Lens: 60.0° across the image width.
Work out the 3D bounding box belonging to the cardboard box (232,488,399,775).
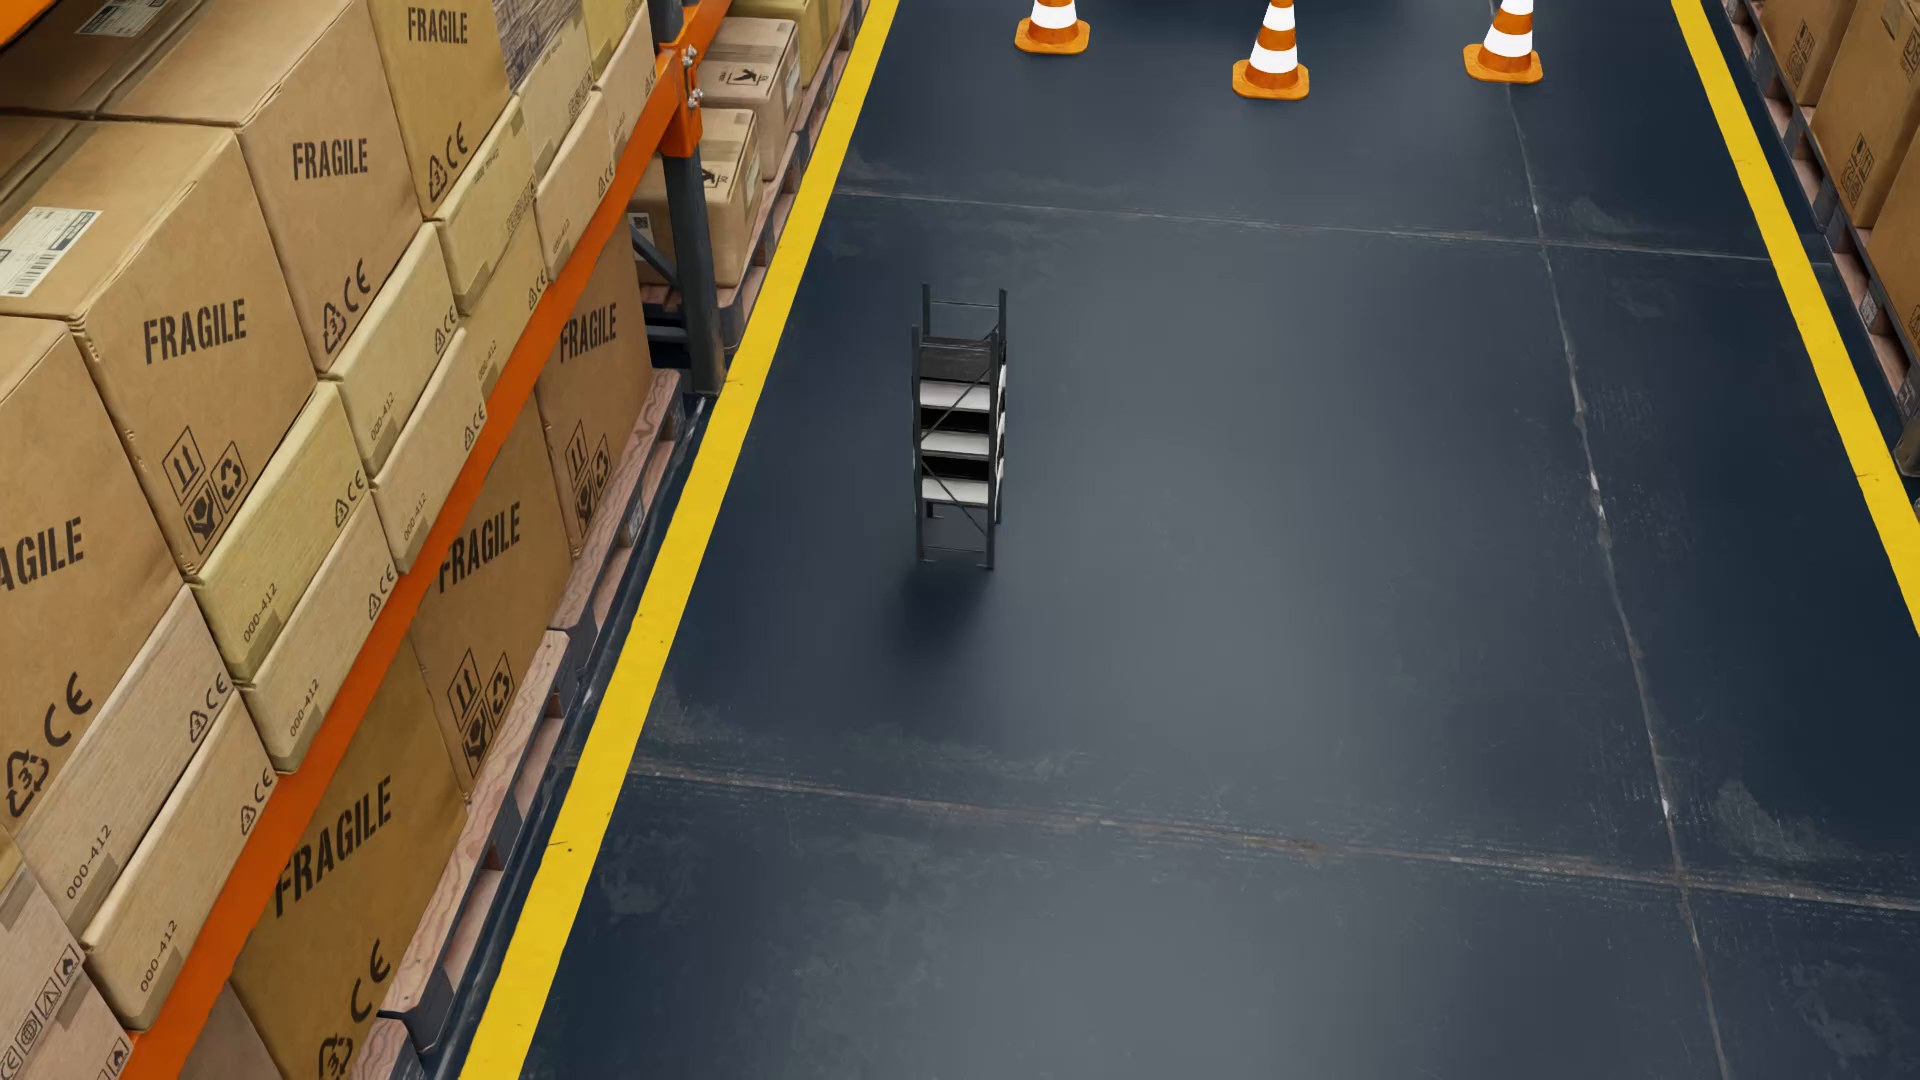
[{"bbox_3d":[-1.382,0.134,3.036,0.500,0.250,0.500,5,44,5],"label":"cardboard box"}]

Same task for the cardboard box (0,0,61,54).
[{"bbox_3d":[-1.841,-0.722,3.030,0.500,0.500,0.500,6,44,6],"label":"cardboard box"}]

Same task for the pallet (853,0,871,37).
[{"bbox_3d":[-0.896,-2.853,8.109,1.003,0.211,1.213,5,44,6],"label":"pallet"}]

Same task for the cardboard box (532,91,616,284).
[{"bbox_3d":[-1.185,-0.897,4.125,0.500,0.250,0.500,6,44,6],"label":"cardboard box"}]

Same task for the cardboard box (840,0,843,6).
[{"bbox_3d":[-0.953,-2.746,7.574,0.950,0.372,0.625,8,44,8],"label":"cardboard box"}]

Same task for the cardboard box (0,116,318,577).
[{"bbox_3d":[-1.400,-0.308,2.593,0.500,0.500,0.500,4,44,4],"label":"cardboard box"}]

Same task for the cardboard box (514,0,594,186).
[{"bbox_3d":[-1.199,-1.094,3.969,0.500,0.250,0.500,4,44,4],"label":"cardboard box"}]

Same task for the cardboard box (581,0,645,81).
[{"bbox_3d":[-1.135,-1.444,4.338,0.500,0.250,0.500,5,44,5],"label":"cardboard box"}]

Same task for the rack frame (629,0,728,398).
[{"bbox_3d":[-1.323,-1.670,4.832,1.000,3.000,0.127,5,44,6],"label":"rack frame"}]

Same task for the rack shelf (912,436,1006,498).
[{"bbox_3d":[-0.001,-0.232,5.020,0.258,0.077,0.200,5,44,6],"label":"rack shelf"}]

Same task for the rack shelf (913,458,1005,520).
[{"bbox_3d":[-0.001,-0.166,5.081,0.258,0.077,0.200,5,44,6],"label":"rack shelf"}]

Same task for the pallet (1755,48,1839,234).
[{"bbox_3d":[3.939,-1.636,6.824,1.003,0.211,1.213,5,44,6],"label":"pallet"}]

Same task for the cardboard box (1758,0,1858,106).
[{"bbox_3d":[4.001,-2.262,6.788,1.050,0.750,0.750,5,44,6],"label":"cardboard box"}]

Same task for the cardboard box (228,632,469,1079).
[{"bbox_3d":[-1.738,0.629,3.644,0.875,0.875,0.875,6,44,7],"label":"cardboard box"}]

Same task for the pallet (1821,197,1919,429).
[{"bbox_3d":[3.776,-0.807,5.948,1.003,0.211,1.213,5,44,6],"label":"pallet"}]

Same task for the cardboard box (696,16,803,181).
[{"bbox_3d":[-1.149,-1.756,6.529,0.950,0.372,0.625,4,44,5],"label":"cardboard box"}]

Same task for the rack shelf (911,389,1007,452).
[{"bbox_3d":[-0.001,-0.362,4.896,0.258,0.077,0.200,5,44,6],"label":"rack shelf"}]

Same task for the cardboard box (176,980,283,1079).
[{"bbox_3d":[-1.849,1.246,2.993,0.875,0.875,0.875,6,44,7],"label":"cardboard box"}]

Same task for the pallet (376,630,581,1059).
[{"bbox_3d":[-1.666,0.702,4.355,1.003,0.211,1.213,5,44,6],"label":"pallet"}]

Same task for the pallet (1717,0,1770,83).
[{"bbox_3d":[4.098,-2.469,7.705,1.003,0.211,1.213,5,44,6],"label":"pallet"}]

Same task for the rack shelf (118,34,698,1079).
[{"bbox_3d":[-1.588,-0.046,3.640,1.077,0.370,4.000,5,44,6],"label":"rack shelf"}]

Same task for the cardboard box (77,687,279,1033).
[{"bbox_3d":[-1.465,0.482,2.668,0.500,0.250,0.500,4,44,4],"label":"cardboard box"}]

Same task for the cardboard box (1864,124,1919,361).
[{"bbox_3d":[3.766,-1.031,5.488,1.050,0.750,0.750,5,44,5],"label":"cardboard box"}]

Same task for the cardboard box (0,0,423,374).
[{"bbox_3d":[-1.338,-0.661,2.966,0.500,0.500,0.500,5,44,5],"label":"cardboard box"}]

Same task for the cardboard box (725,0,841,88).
[{"bbox_3d":[-1.043,-2.272,7.074,0.950,0.372,0.625,7,44,7],"label":"cardboard box"}]

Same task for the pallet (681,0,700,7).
[{"bbox_3d":[-1.335,-2.095,5.421,1.213,0.211,1.003,5,44,6],"label":"pallet"}]

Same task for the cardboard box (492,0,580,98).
[{"bbox_3d":[-1.192,-1.343,3.686,0.500,0.500,0.500,6,44,6],"label":"cardboard box"}]

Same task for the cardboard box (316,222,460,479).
[{"bbox_3d":[-1.315,-0.389,3.225,0.500,0.250,0.500,4,44,4],"label":"cardboard box"}]

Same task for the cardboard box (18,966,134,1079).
[{"bbox_3d":[-1.532,0.835,2.296,0.500,0.250,0.500,4,44,5],"label":"cardboard box"}]

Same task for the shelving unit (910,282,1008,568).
[{"bbox_3d":[-0.001,-0.321,4.935,0.258,0.900,0.210,5,44,6],"label":"shelving unit"}]

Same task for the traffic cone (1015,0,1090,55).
[{"bbox_3d":[0.429,-2.502,7.556,0.336,0.463,0.334,5,44,6],"label":"traffic cone"}]

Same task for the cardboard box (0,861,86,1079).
[{"bbox_3d":[-1.514,0.655,2.122,0.500,0.250,0.500,4,44,4],"label":"cardboard box"}]

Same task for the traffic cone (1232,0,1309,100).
[{"bbox_3d":[1.382,-2.214,7.251,0.336,0.463,0.334,5,44,6],"label":"traffic cone"}]

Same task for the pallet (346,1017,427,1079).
[{"bbox_3d":[-1.825,1.536,3.474,1.003,0.211,1.213,5,44,6],"label":"pallet"}]

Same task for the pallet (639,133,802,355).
[{"bbox_3d":[-1.218,-1.190,6.353,1.003,0.211,1.213,5,44,6],"label":"pallet"}]

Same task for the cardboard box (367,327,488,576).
[{"bbox_3d":[-1.306,-0.206,3.395,0.500,0.250,0.500,5,44,5],"label":"cardboard box"}]

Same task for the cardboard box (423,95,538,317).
[{"bbox_3d":[-1.247,-0.743,3.599,0.500,0.250,0.500,4,44,4],"label":"cardboard box"}]

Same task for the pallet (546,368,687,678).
[{"bbox_3d":[-1.502,-0.127,5.230,1.003,0.211,1.213,5,44,6],"label":"pallet"}]

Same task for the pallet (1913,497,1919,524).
[{"bbox_3d":[3.492,0.256,4.826,1.003,0.211,1.213,5,44,6],"label":"pallet"}]

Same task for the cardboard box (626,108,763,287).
[{"bbox_3d":[-1.239,-1.252,5.997,0.950,0.372,0.625,3,43,3],"label":"cardboard box"}]

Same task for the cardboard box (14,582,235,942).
[{"bbox_3d":[-1.473,0.297,2.500,0.500,0.250,0.500,6,44,6],"label":"cardboard box"}]

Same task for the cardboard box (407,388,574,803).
[{"bbox_3d":[-1.619,0.020,4.287,0.875,0.875,0.875,6,44,6],"label":"cardboard box"}]

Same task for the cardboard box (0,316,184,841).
[{"bbox_3d":[-1.469,0.034,2.233,0.500,0.500,0.500,5,44,5],"label":"cardboard box"}]

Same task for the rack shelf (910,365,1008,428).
[{"bbox_3d":[-0.001,-0.428,4.834,0.258,0.077,0.200,5,44,6],"label":"rack shelf"}]

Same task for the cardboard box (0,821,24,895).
[{"bbox_3d":[-1.509,0.383,1.864,0.500,0.500,0.500,6,44,6],"label":"cardboard box"}]

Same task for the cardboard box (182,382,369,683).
[{"bbox_3d":[-1.380,-0.044,2.861,0.500,0.250,0.500,6,44,6],"label":"cardboard box"}]

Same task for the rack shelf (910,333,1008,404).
[{"bbox_3d":[-0.001,-0.493,4.772,0.258,0.077,0.200,5,44,6],"label":"rack shelf"}]

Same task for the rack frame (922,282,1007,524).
[{"bbox_3d":[0.012,-0.391,5.008,0.240,0.900,0.006,5,44,6],"label":"rack frame"}]

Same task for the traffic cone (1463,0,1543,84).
[{"bbox_3d":[2.452,-2.317,7.360,0.336,0.463,0.334,5,44,6],"label":"traffic cone"}]

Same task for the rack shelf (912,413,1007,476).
[{"bbox_3d":[-0.001,-0.297,4.958,0.258,0.077,0.200,5,44,6],"label":"rack shelf"}]

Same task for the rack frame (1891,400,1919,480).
[{"bbox_3d":[3.597,-1.289,4.429,1.000,3.000,0.127,5,44,6],"label":"rack frame"}]

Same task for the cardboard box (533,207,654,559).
[{"bbox_3d":[-1.497,-0.588,4.929,0.875,0.875,0.875,5,44,5],"label":"cardboard box"}]

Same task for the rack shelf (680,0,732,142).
[{"bbox_3d":[-1.059,-2.772,6.519,1.077,0.370,4.000,5,44,6],"label":"rack shelf"}]

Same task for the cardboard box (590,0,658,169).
[{"bbox_3d":[-1.133,-1.247,4.494,0.500,0.250,0.500,4,44,4],"label":"cardboard box"}]

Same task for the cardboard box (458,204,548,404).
[{"bbox_3d":[-1.267,-0.556,3.764,0.500,0.250,0.500,5,44,5],"label":"cardboard box"}]

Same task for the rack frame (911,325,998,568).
[{"bbox_3d":[-0.015,-0.252,4.862,0.240,0.900,0.006,5,44,6],"label":"rack frame"}]

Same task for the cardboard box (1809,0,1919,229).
[{"bbox_3d":[3.879,-1.627,6.118,1.050,0.750,0.750,6,44,6],"label":"cardboard box"}]

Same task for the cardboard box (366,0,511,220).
[{"bbox_3d":[-1.264,-1.005,3.330,0.500,0.500,0.500,5,44,6],"label":"cardboard box"}]

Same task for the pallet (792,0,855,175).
[{"bbox_3d":[-1.055,-2.019,7.228,1.003,0.211,1.213,5,44,6],"label":"pallet"}]
